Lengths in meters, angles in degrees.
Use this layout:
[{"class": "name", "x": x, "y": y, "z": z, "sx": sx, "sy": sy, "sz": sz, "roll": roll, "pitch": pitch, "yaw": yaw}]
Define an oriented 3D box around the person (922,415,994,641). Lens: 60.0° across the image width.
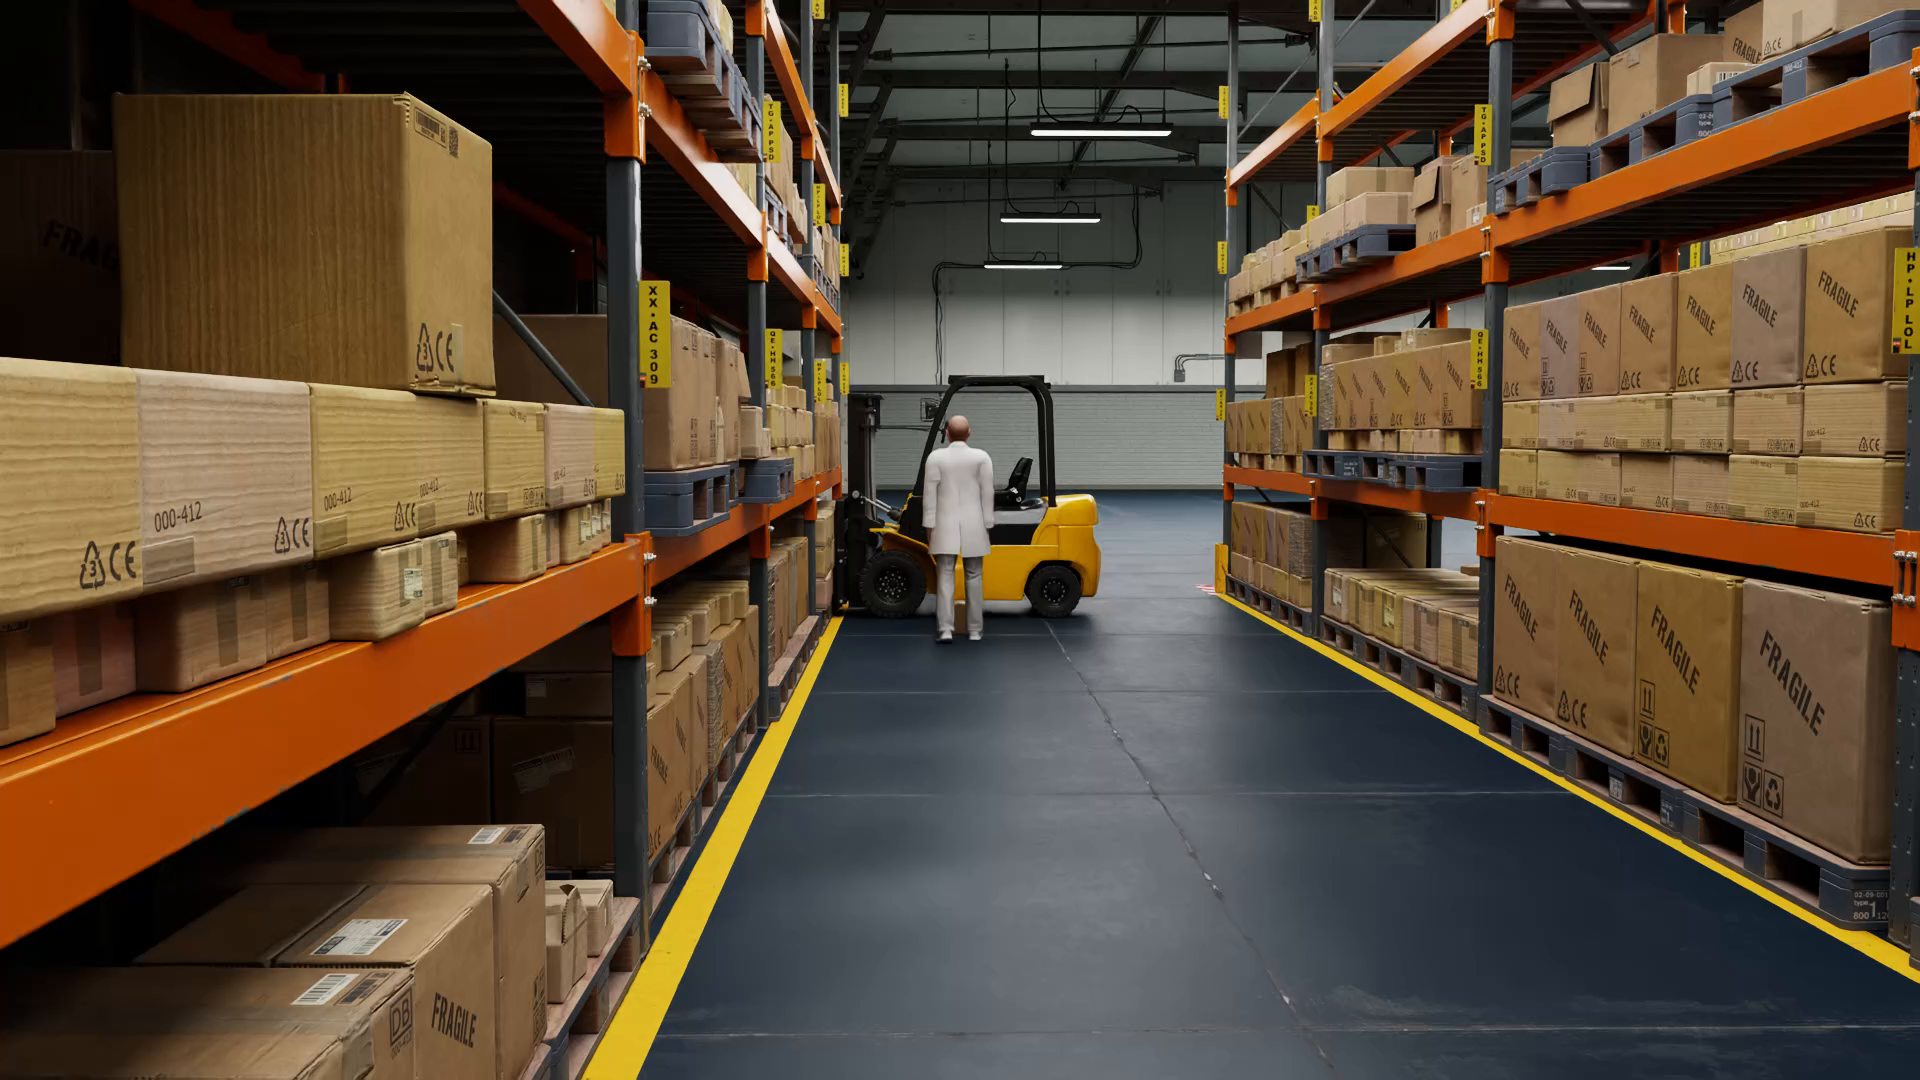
[{"class": "person", "x": -0.017, "y": -0.082, "z": 13.170, "sx": 0.563, "sy": 1.804, "sz": 0.474, "roll": 0, "pitch": 4, "yaw": 0}]
